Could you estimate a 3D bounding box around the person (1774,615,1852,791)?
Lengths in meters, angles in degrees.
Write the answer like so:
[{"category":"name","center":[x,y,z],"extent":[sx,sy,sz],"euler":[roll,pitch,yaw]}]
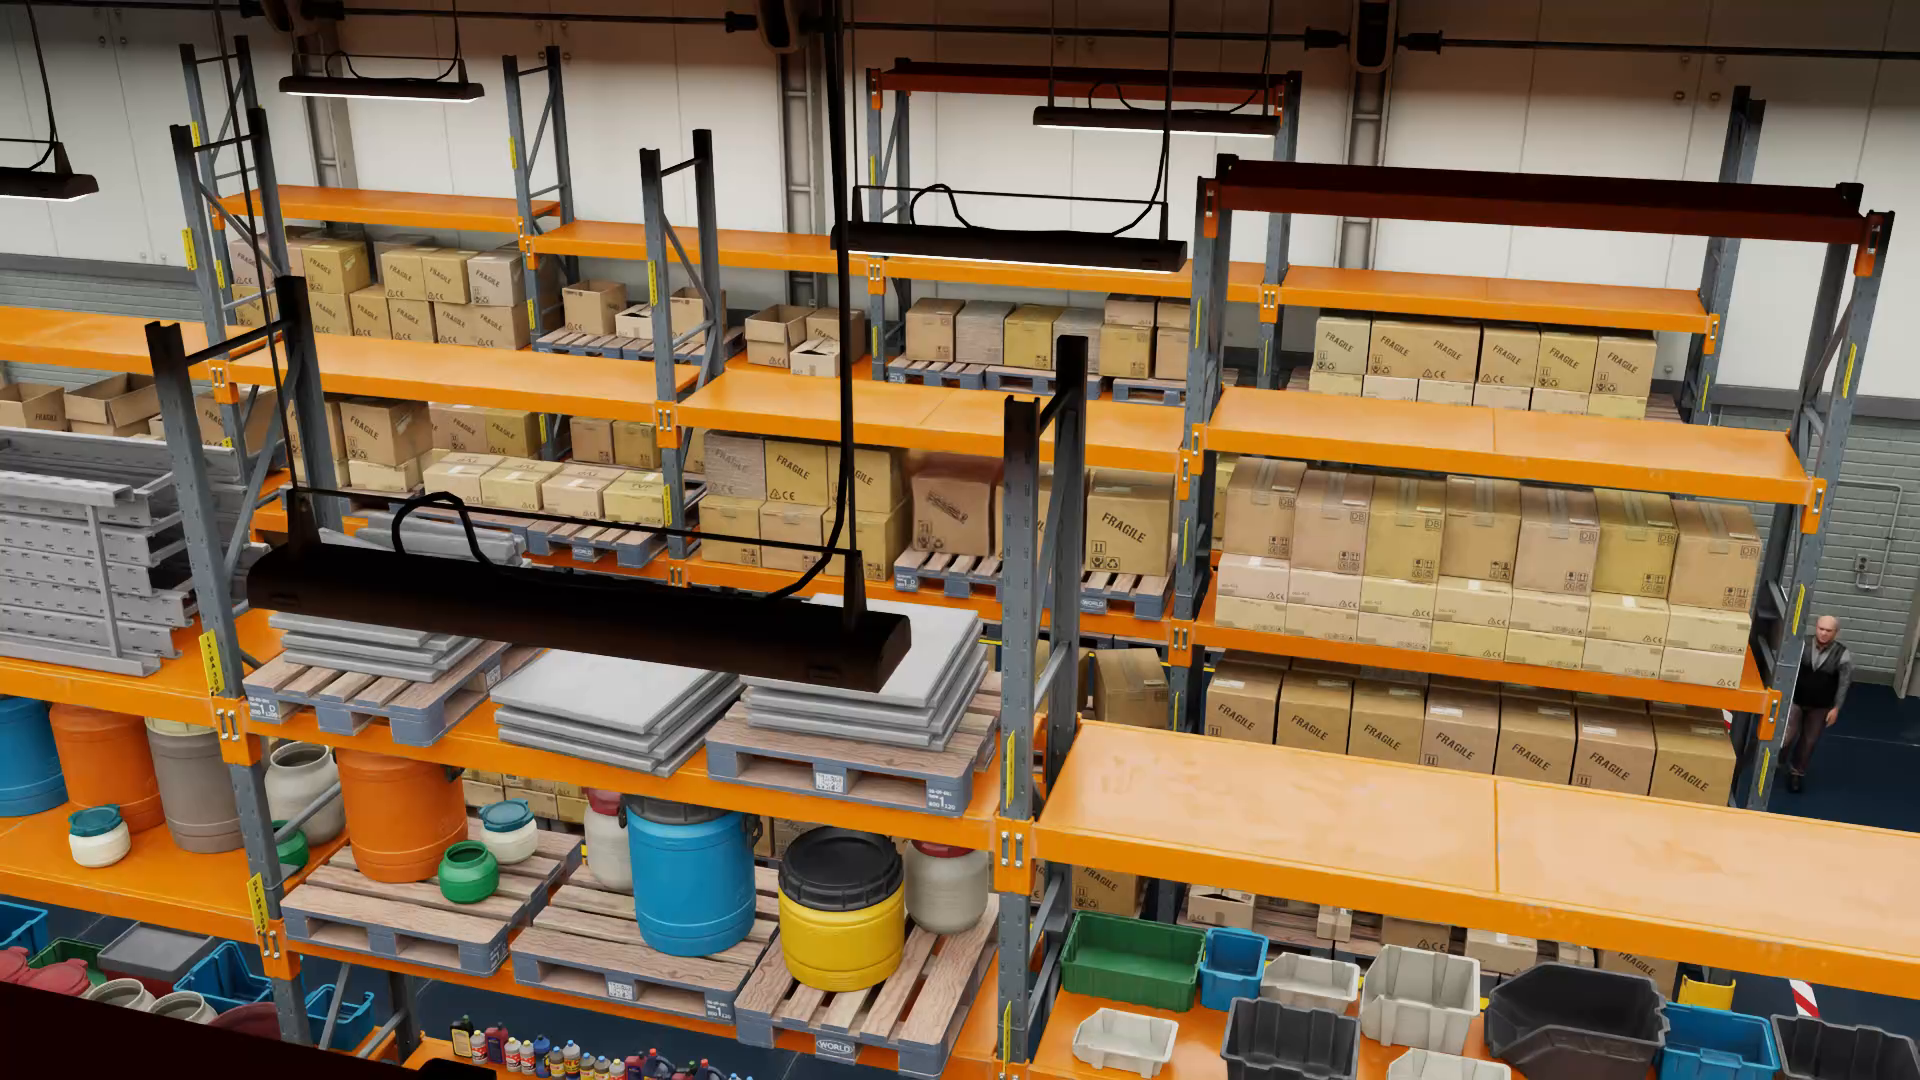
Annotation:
[{"category":"person","center":[7.632,1.476,14.955],"extent":[0.560,1.727,0.429],"euler":[6,23,13]}]
